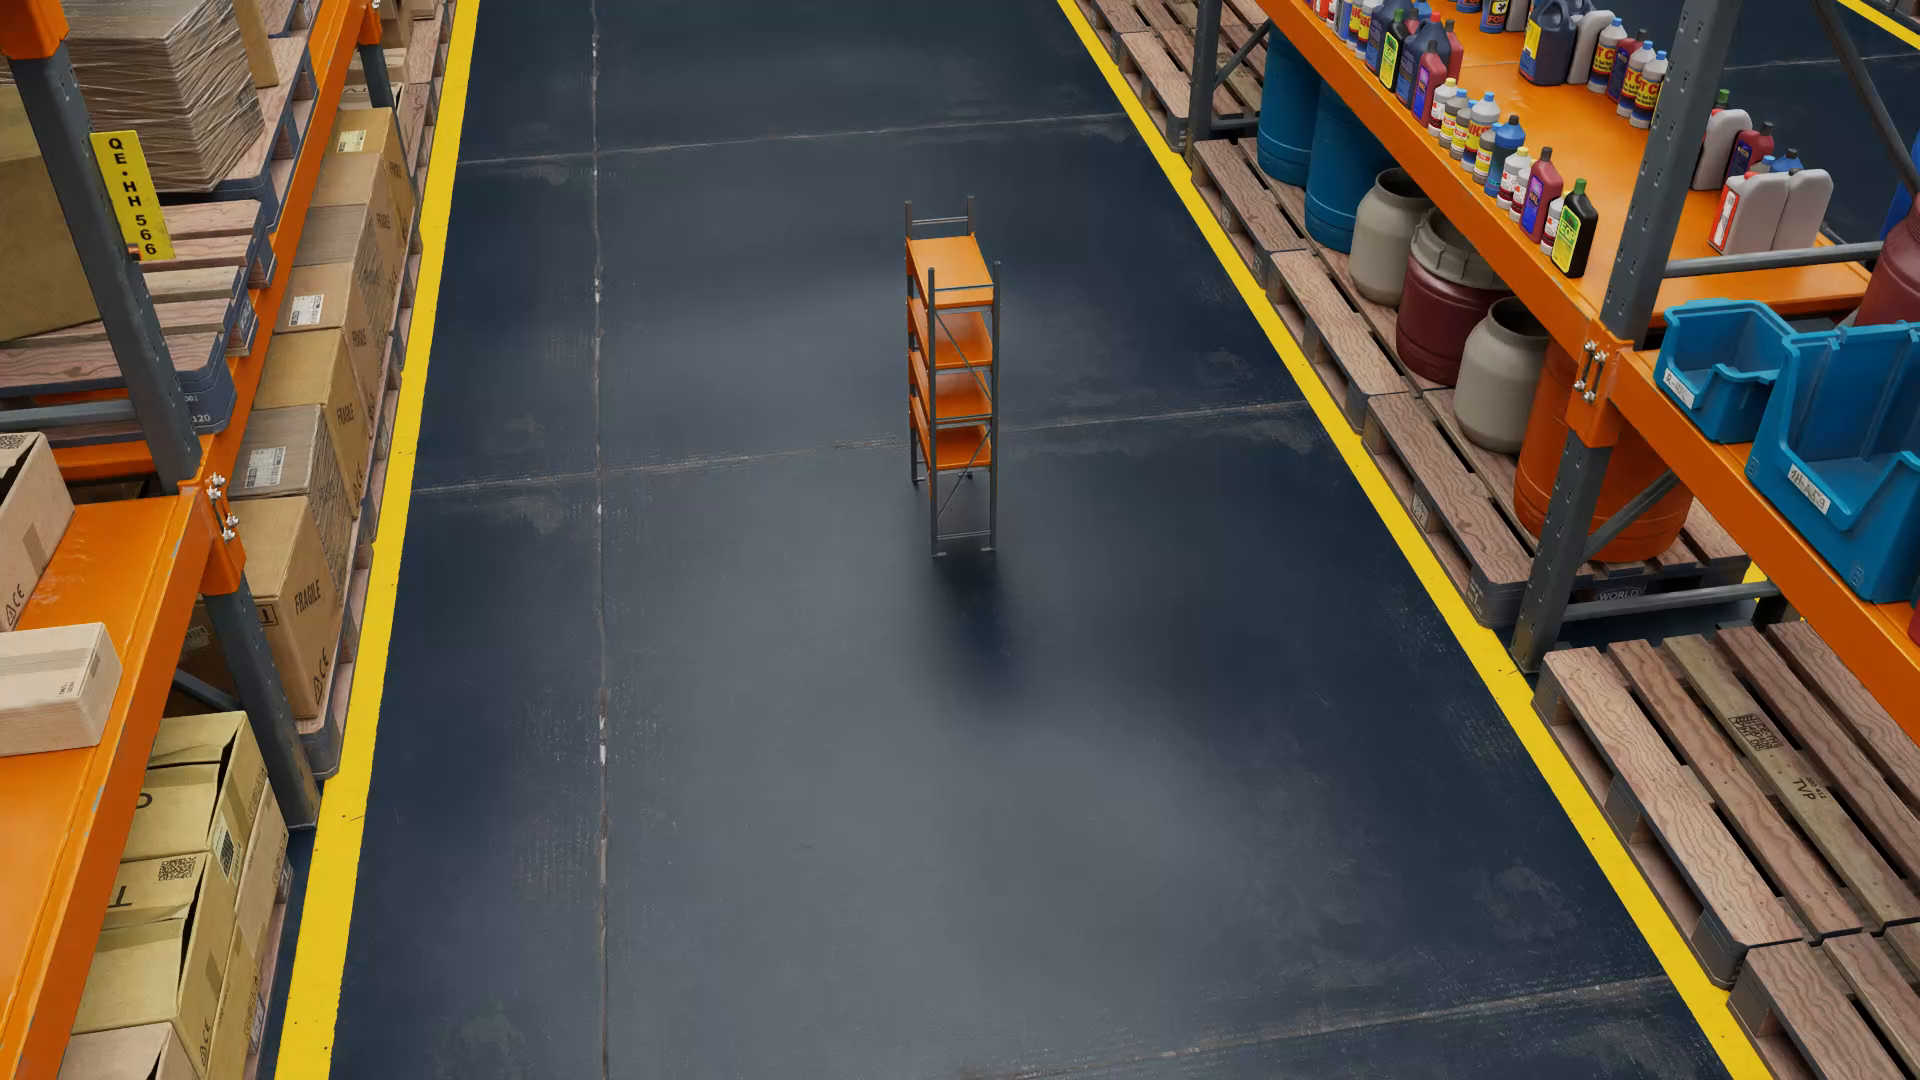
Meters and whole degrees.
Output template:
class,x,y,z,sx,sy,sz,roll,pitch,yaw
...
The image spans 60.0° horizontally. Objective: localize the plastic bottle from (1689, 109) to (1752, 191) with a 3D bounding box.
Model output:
class,x,y,z,sx,sy,sz,roll,pitch,yaw
plastic bottle,2.559,-1.340,5.630,0.152,0.276,0.135,-6,38,-8

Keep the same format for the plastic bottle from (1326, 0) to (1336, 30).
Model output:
class,x,y,z,sx,sy,sz,roll,pitch,yaw
plastic bottle,1.558,-2.198,6.796,0.097,0.201,0.097,0,38,0

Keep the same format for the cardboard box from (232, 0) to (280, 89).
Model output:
class,x,y,z,sx,sy,sz,roll,pitch,yaw
cardboard box,-2.810,-1.843,5.754,0.700,0.500,0.500,-16,41,-19

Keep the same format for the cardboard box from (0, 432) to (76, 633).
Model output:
class,x,y,z,sx,sy,sz,roll,pitch,yaw
cardboard box,-2.459,-0.023,3.907,0.500,0.311,0.500,-4,38,-5

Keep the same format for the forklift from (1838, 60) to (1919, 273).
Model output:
class,x,y,z,sx,sy,sz,roll,pitch,yaw
forklift,4.892,-1.569,5.881,1.130,2.935,3.031,-8,39,-10

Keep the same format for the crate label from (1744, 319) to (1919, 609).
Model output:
class,x,y,z,sx,sy,sz,roll,pitch,yaw
crate label,2.305,-0.198,4.031,0.502,0.435,0.616,-6,38,-8

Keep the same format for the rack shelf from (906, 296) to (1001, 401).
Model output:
class,x,y,z,sx,sy,sz,roll,pitch,yaw
rack shelf,-0.029,-0.697,5.915,0.258,0.148,0.480,-6,38,-8

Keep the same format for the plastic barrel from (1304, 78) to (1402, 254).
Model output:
class,x,y,z,sx,sy,sz,roll,pitch,yaw
plastic barrel,1.899,-1.808,7.500,0.600,0.901,0.708,-6,38,-8

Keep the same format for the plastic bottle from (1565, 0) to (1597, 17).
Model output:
class,x,y,z,sx,sy,sz,roll,pitch,yaw
plastic bottle,2.373,-2.024,6.451,0.144,0.351,0.185,-6,38,-8

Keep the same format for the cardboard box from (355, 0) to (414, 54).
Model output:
class,x,y,z,sx,sy,sz,roll,pitch,yaw
cardboard box,-3.515,-3.021,9.369,0.797,0.503,0.637,-6,38,-8

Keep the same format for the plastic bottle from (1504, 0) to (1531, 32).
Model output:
class,x,y,z,sx,sy,sz,roll,pitch,yaw
plastic bottle,2.300,-2.230,6.777,0.152,0.276,0.135,-6,38,-8

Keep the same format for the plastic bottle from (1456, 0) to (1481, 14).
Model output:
class,x,y,z,sx,sy,sz,roll,pitch,yaw
plastic bottle,2.140,-2.344,6.927,0.097,0.271,0.097,0,38,0

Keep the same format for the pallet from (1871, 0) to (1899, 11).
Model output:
class,x,y,z,sx,sy,sz,roll,pitch,yaw
pallet,6.299,-3.867,11.055,1.003,0.211,1.213,-6,38,-8

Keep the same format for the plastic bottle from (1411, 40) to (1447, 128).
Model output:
class,x,y,z,sx,sy,sz,roll,pitch,yaw
plastic bottle,1.706,-1.656,6.031,0.061,0.283,0.133,-6,38,-8

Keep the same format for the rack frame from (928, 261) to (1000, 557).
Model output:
class,x,y,z,sx,sy,sz,roll,pitch,yaw
rack frame,0.014,-0.426,5.821,0.240,1.200,0.015,-6,38,-8

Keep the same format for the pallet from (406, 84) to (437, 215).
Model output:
class,x,y,z,sx,sy,sz,roll,pitch,yaw
pallet,-3.300,-2.012,8.668,1.003,0.211,1.213,-6,38,-8

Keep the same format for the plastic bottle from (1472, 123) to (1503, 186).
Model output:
class,x,y,z,sx,sy,sz,roll,pitch,yaw
plastic bottle,1.813,-1.320,5.667,0.097,0.201,0.097,0,38,0

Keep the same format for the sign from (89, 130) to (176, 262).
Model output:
class,x,y,z,sx,sy,sz,roll,pitch,yaw
sign,-1.934,-0.801,3.893,0.100,0.325,0.005,-6,38,-8

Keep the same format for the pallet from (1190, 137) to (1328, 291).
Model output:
class,x,y,z,sx,sy,sz,roll,pitch,yaw
pallet,1.791,-1.657,8.211,1.003,0.211,1.213,-6,38,-8

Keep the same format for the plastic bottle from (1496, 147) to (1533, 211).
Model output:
class,x,y,z,sx,sy,sz,roll,pitch,yaw
plastic bottle,1.847,-1.203,5.515,0.097,0.201,0.097,0,38,0

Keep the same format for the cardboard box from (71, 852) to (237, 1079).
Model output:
class,x,y,z,sx,sy,sz,roll,pitch,yaw
cardboard box,-2.048,1.019,3.935,0.500,0.311,0.500,-7,38,-9

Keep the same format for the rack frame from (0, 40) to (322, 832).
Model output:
class,x,y,z,sx,sy,sz,roll,pitch,yaw
rack frame,-2.480,-0.283,4.169,1.000,3.000,0.127,-6,38,-8

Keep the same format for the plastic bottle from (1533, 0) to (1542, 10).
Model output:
class,x,y,z,sx,sy,sz,roll,pitch,yaw
plastic bottle,2.311,-2.074,6.580,0.097,0.271,0.097,0,38,0

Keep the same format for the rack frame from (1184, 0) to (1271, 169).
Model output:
class,x,y,z,sx,sy,sz,roll,pitch,yaw
rack frame,1.696,-3.229,7.961,1.000,3.000,0.127,-6,38,-8

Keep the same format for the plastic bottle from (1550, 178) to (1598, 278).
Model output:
class,x,y,z,sx,sy,sz,roll,pitch,yaw
plastic bottle,1.907,-0.965,5.143,0.061,0.283,0.133,-6,38,-8

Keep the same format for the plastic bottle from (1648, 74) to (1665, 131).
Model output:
class,x,y,z,sx,sy,sz,roll,pitch,yaw
plastic bottle,2.540,-1.568,5.918,0.061,0.283,0.133,-6,38,-8

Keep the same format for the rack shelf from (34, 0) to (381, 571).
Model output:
class,x,y,z,sx,sy,sz,roll,pitch,yaw
rack shelf,-2.830,-1.206,5.944,1.077,0.370,4.000,-6,38,-8

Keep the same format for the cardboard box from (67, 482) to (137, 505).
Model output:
class,x,y,z,sx,sy,sz,roll,pitch,yaw
cardboard box,-2.889,-0.338,5.308,0.500,0.250,0.500,-5,38,-6

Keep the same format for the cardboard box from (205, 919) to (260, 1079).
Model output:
class,x,y,z,sx,sy,sz,roll,pitch,yaw
cardboard box,-2.053,1.240,4.108,0.500,0.250,0.500,-7,38,-8

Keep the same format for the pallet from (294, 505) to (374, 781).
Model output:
class,x,y,z,sx,sy,sz,roll,pitch,yaw
pallet,-2.573,0.364,5.610,1.003,0.211,1.213,-6,38,-8

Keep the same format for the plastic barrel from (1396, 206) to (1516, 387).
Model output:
class,x,y,z,sx,sy,sz,roll,pitch,yaw
plastic barrel,2.097,-1.002,6.719,0.600,0.588,0.708,-6,38,-8

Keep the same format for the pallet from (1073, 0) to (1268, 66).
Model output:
class,x,y,z,sx,sy,sz,roll,pitch,yaw
pallet,1.312,-3.306,10.334,1.003,0.211,1.213,-6,38,-8

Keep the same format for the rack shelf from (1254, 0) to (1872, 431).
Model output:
class,x,y,z,sx,sy,sz,roll,pitch,yaw
rack shelf,2.047,-1.737,6.627,1.077,0.370,4.000,-6,38,-8

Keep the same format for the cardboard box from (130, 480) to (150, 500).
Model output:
class,x,y,z,sx,sy,sz,roll,pitch,yaw
cardboard box,-2.875,-0.009,5.495,0.500,0.500,0.500,-5,38,-6

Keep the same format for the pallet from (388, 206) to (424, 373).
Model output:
class,x,y,z,sx,sy,sz,roll,pitch,yaw
pallet,-3.001,-1.110,7.507,1.003,0.211,1.213,-6,38,-8

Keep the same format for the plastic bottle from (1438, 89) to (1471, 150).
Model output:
class,x,y,z,sx,sy,sz,roll,pitch,yaw
plastic bottle,1.762,-1.497,5.894,0.097,0.201,0.097,0,38,0

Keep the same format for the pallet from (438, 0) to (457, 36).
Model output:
class,x,y,z,sx,sy,sz,roll,pitch,yaw
pallet,-3.728,-3.486,10.565,1.003,0.211,1.213,-6,38,-8

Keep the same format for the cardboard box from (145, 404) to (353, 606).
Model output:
class,x,y,z,sx,sy,sz,roll,pitch,yaw
cardboard box,-2.375,-0.090,5.600,0.500,0.500,0.500,-8,38,-10

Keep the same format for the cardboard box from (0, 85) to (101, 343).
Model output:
class,x,y,z,sx,sy,sz,roll,pitch,yaw
cardboard box,-2.701,-0.856,4.483,0.700,0.500,0.500,-19,42,-23

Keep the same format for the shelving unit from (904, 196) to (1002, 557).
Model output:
class,x,y,z,sx,sy,sz,roll,pitch,yaw
shelving unit,-0.029,-0.574,6.011,0.258,1.200,0.503,-6,38,-8

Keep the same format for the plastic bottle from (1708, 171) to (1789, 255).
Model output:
class,x,y,z,sx,sy,sz,roll,pitch,yaw
plastic bottle,2.490,-1.044,5.250,0.152,0.276,0.135,-6,38,-8

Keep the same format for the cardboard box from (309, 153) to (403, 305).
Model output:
class,x,y,z,sx,sy,sz,roll,pitch,yaw
cardboard box,-2.734,-1.318,7.181,0.500,0.500,0.500,-6,38,-8

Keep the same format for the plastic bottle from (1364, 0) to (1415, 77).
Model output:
class,x,y,z,sx,sy,sz,roll,pitch,yaw
plastic bottle,1.664,-1.975,6.388,0.144,0.351,0.185,-6,38,-8

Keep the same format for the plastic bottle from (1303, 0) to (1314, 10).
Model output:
class,x,y,z,sx,sy,sz,roll,pitch,yaw
plastic bottle,1.496,-2.379,6.963,0.061,0.283,0.133,-6,38,-8

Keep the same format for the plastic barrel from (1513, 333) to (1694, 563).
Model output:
class,x,y,z,sx,sy,sz,roll,pitch,yaw
plastic barrel,2.295,-0.416,5.766,0.600,0.830,0.708,-6,38,-8

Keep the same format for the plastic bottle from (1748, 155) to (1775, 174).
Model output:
class,x,y,z,sx,sy,sz,roll,pitch,yaw
plastic bottle,2.630,-1.162,5.463,0.097,0.201,0.097,0,38,0

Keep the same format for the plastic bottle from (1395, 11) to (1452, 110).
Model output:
class,x,y,z,sx,sy,sz,roll,pitch,yaw
plastic bottle,1.719,-1.783,6.140,0.144,0.351,0.185,-6,38,-8

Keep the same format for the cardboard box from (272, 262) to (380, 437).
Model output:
class,x,y,z,sx,sy,sz,roll,pitch,yaw
cardboard box,-2.555,-0.709,6.396,0.500,0.500,0.500,-7,38,-9

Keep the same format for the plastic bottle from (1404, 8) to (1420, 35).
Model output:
class,x,y,z,sx,sy,sz,roll,pitch,yaw
plastic bottle,1.710,-1.855,6.287,0.061,0.283,0.133,-6,38,-8

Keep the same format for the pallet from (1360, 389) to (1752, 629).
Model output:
class,x,y,z,sx,sy,sz,roll,pitch,yaw
pallet,2.218,-0.184,6.314,1.003,0.211,1.213,-6,38,-8

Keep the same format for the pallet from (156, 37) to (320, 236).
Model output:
class,x,y,z,sx,sy,sz,roll,pitch,yaw
pallet,-2.825,-1.381,5.739,1.003,0.211,1.213,-6,38,-8

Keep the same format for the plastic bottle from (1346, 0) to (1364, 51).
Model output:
class,x,y,z,sx,sy,sz,roll,pitch,yaw
plastic bottle,1.599,-2.085,6.594,0.097,0.271,0.097,0,38,0

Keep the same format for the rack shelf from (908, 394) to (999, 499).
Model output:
class,x,y,z,sx,sy,sz,roll,pitch,yaw
rack shelf,-0.029,-0.364,6.174,0.258,0.148,0.480,-6,38,-8

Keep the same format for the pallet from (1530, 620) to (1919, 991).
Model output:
class,x,y,z,sx,sy,sz,roll,pitch,yaw
pallet,2.495,0.760,5.099,1.003,0.211,1.213,-6,38,-8

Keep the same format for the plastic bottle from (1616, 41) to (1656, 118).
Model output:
class,x,y,z,sx,sy,sz,roll,pitch,yaw
plastic bottle,2.485,-1.690,6.085,0.097,0.271,0.097,0,38,0

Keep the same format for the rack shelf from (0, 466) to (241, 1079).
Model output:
class,x,y,z,sx,sy,sz,roll,pitch,yaw
rack shelf,-2.129,1.210,2.834,1.077,0.370,4.000,-6,38,-8

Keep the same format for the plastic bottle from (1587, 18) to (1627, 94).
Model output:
class,x,y,z,sx,sy,sz,roll,pitch,yaw
plastic bottle,2.444,-1.829,6.264,0.097,0.271,0.097,0,38,0

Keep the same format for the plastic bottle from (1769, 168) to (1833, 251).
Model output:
class,x,y,z,sx,sy,sz,roll,pitch,yaw
plastic bottle,2.640,-1.060,5.271,0.152,0.276,0.135,-6,38,-8

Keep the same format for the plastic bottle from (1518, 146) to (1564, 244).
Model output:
class,x,y,z,sx,sy,sz,roll,pitch,yaw
plastic bottle,1.866,-1.105,5.322,0.061,0.283,0.133,-6,38,-8

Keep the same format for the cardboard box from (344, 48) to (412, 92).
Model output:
class,x,y,z,sx,sy,sz,roll,pitch,yaw
cardboard box,-3.203,-2.552,9.040,0.380,0.166,0.250,-6,38,-8
